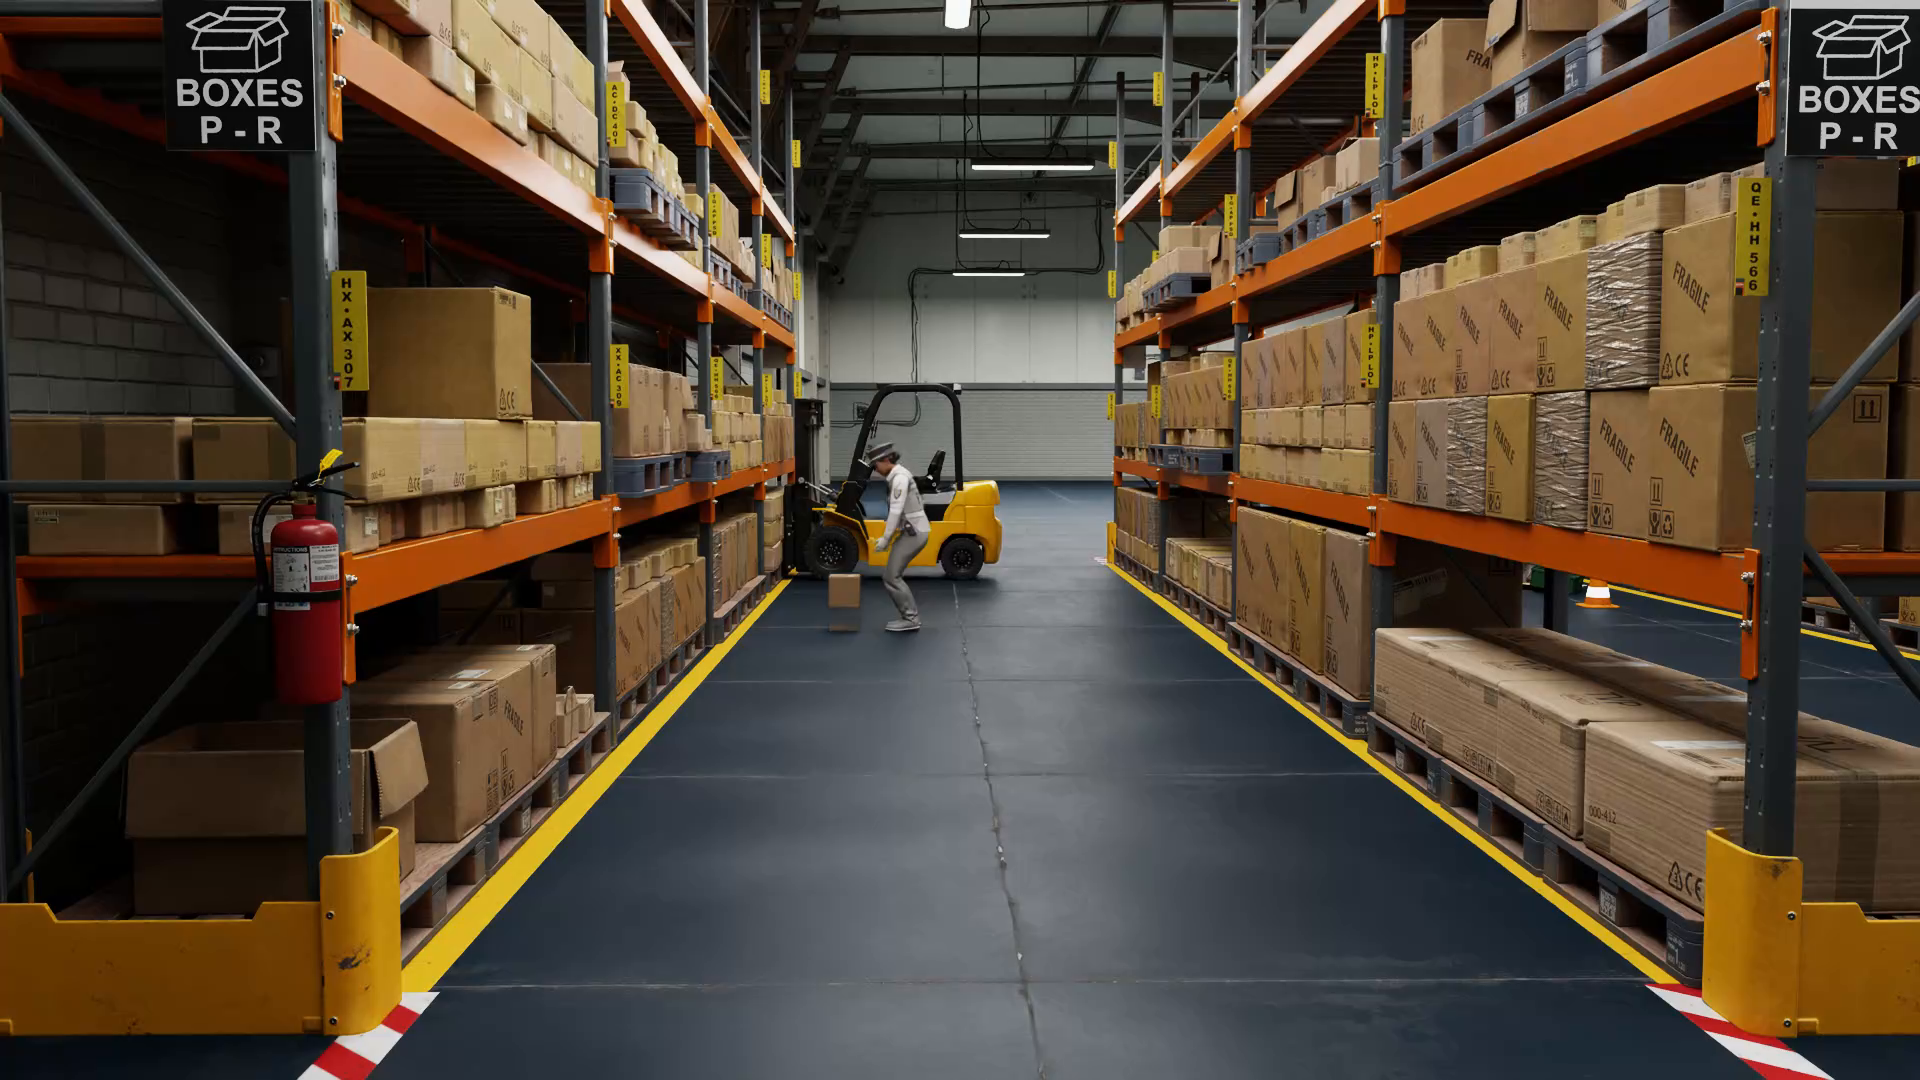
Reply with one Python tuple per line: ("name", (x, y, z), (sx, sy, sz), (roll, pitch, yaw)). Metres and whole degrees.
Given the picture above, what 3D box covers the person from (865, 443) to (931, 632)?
("person", (-0.510, -0.025, 13.746), (0.548, 1.559, 0.520), (0, 4, 0))
